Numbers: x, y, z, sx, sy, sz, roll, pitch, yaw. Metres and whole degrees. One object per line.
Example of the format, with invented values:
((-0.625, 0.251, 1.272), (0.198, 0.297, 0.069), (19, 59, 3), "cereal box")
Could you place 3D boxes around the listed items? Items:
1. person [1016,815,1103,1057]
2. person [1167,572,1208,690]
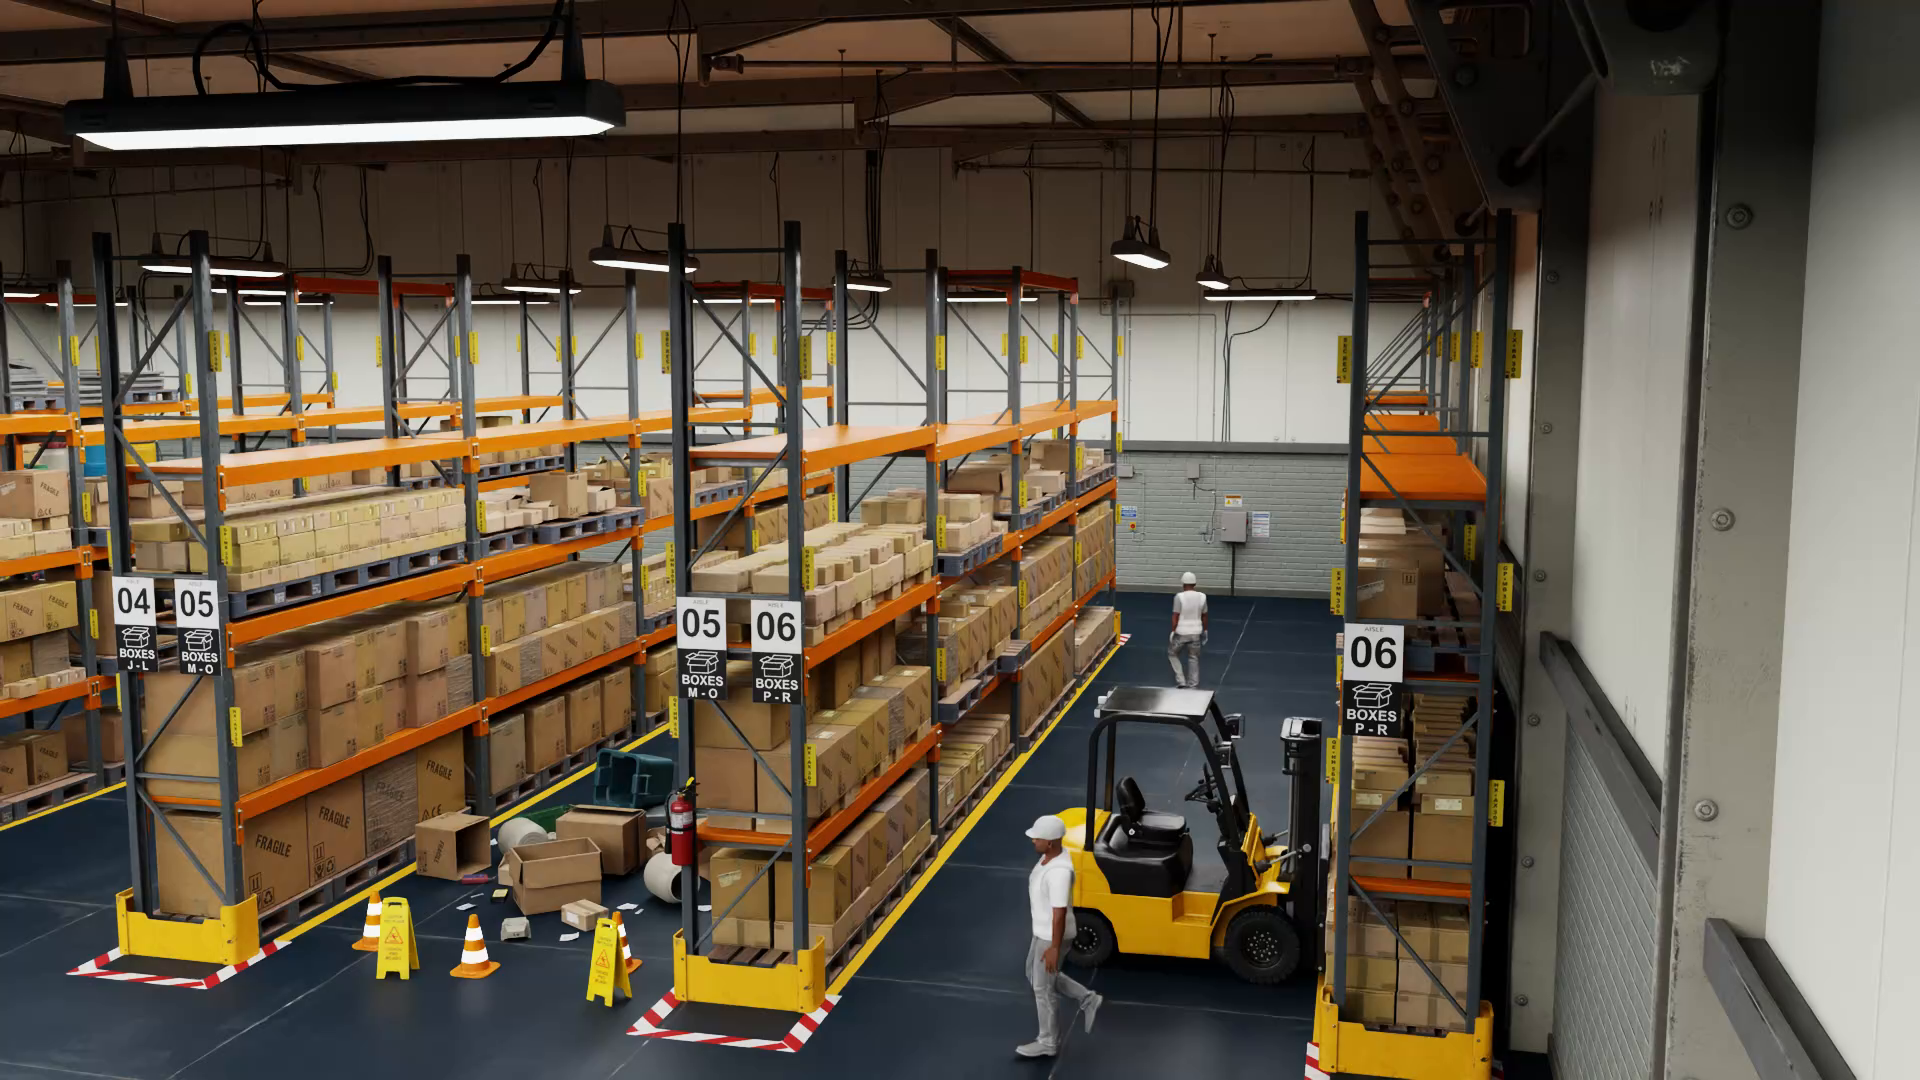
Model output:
((0.725, 2.834, 11.983), (0.643, 1.758, 0.645), (0, 7, 0), "person")
((3.302, 1.356, 24.017), (0.609, 1.786, 0.463), (-2, 7, -17), "person")
